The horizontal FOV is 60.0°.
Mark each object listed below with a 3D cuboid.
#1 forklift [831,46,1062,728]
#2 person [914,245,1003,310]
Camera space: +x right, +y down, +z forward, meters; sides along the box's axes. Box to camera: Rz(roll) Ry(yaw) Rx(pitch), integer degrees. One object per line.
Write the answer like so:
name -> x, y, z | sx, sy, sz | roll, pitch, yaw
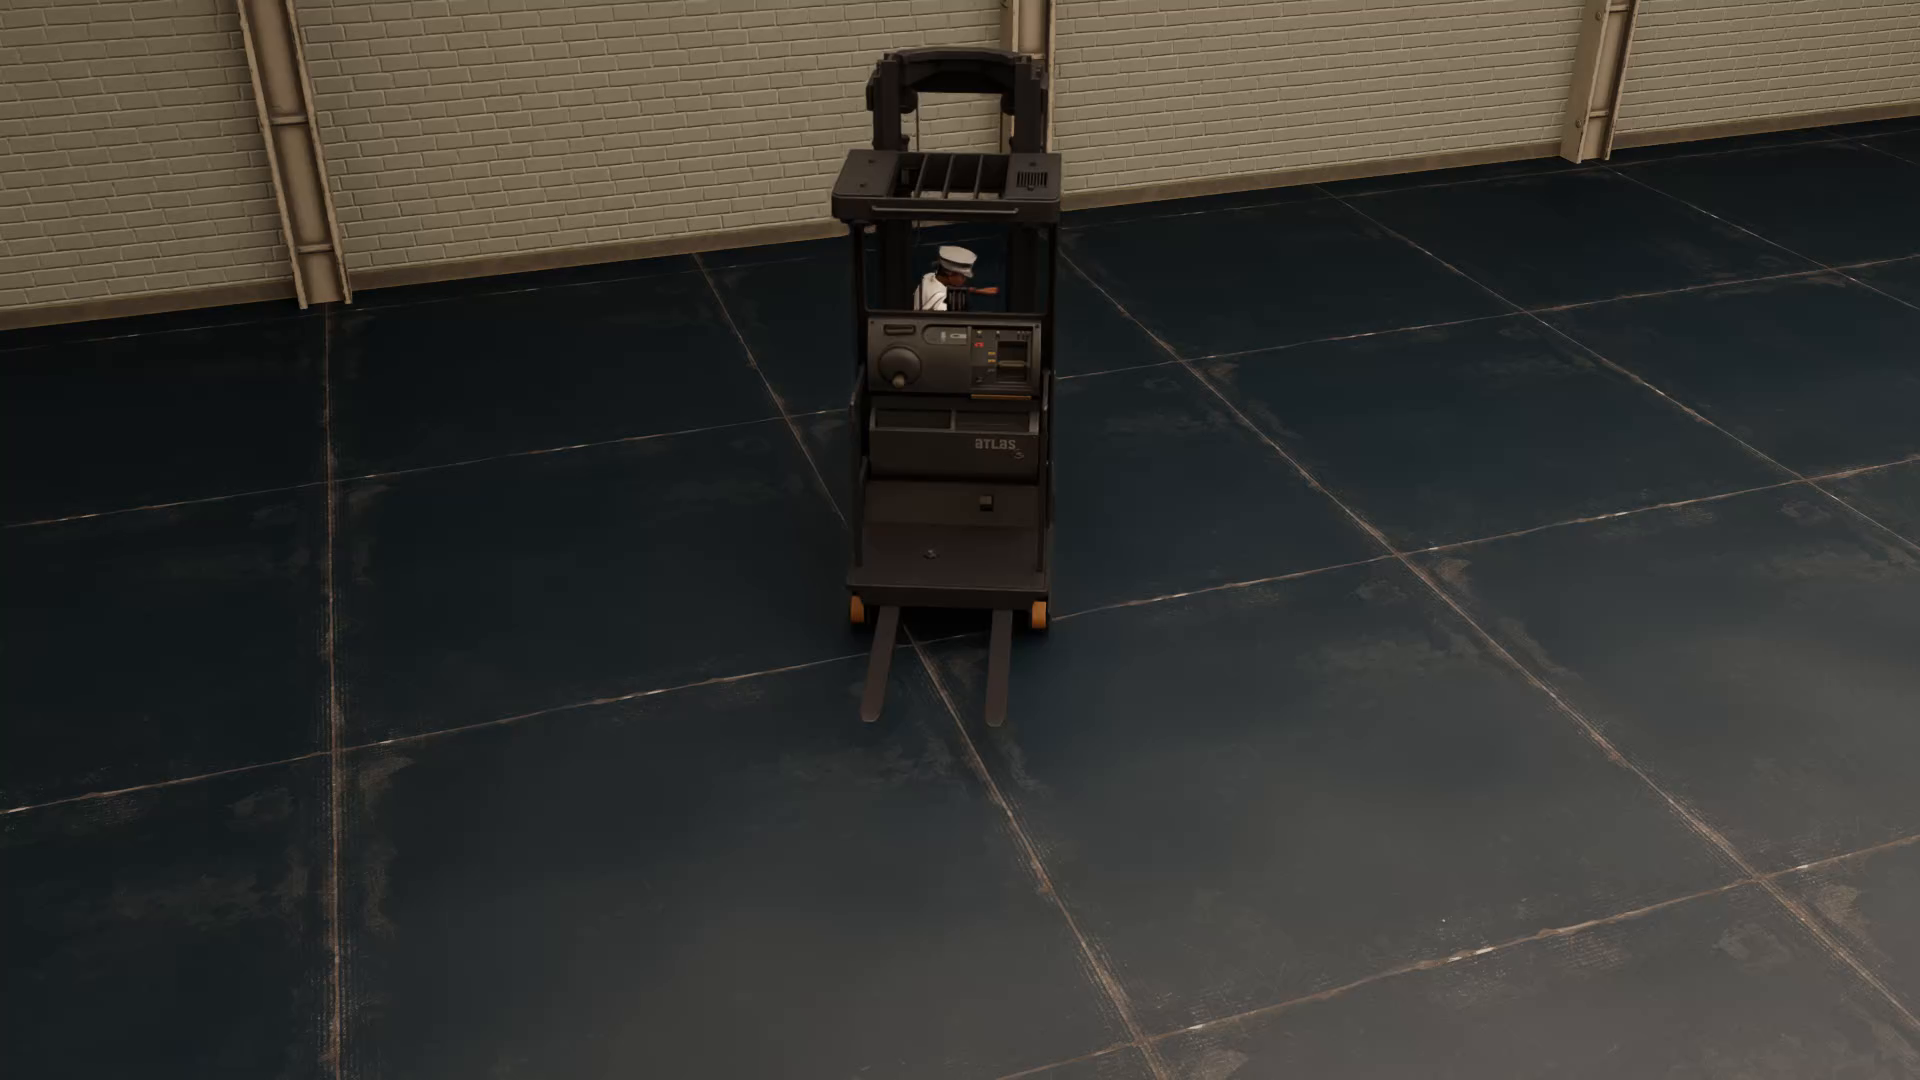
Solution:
forklift -> -0.043, -0.942, 8.724 | 1.130, 2.935, 3.031 | 2, 30, 3
person -> 0.066, -1.206, 10.676 | 0.743, 1.437, 0.879 | -3, 30, -5
